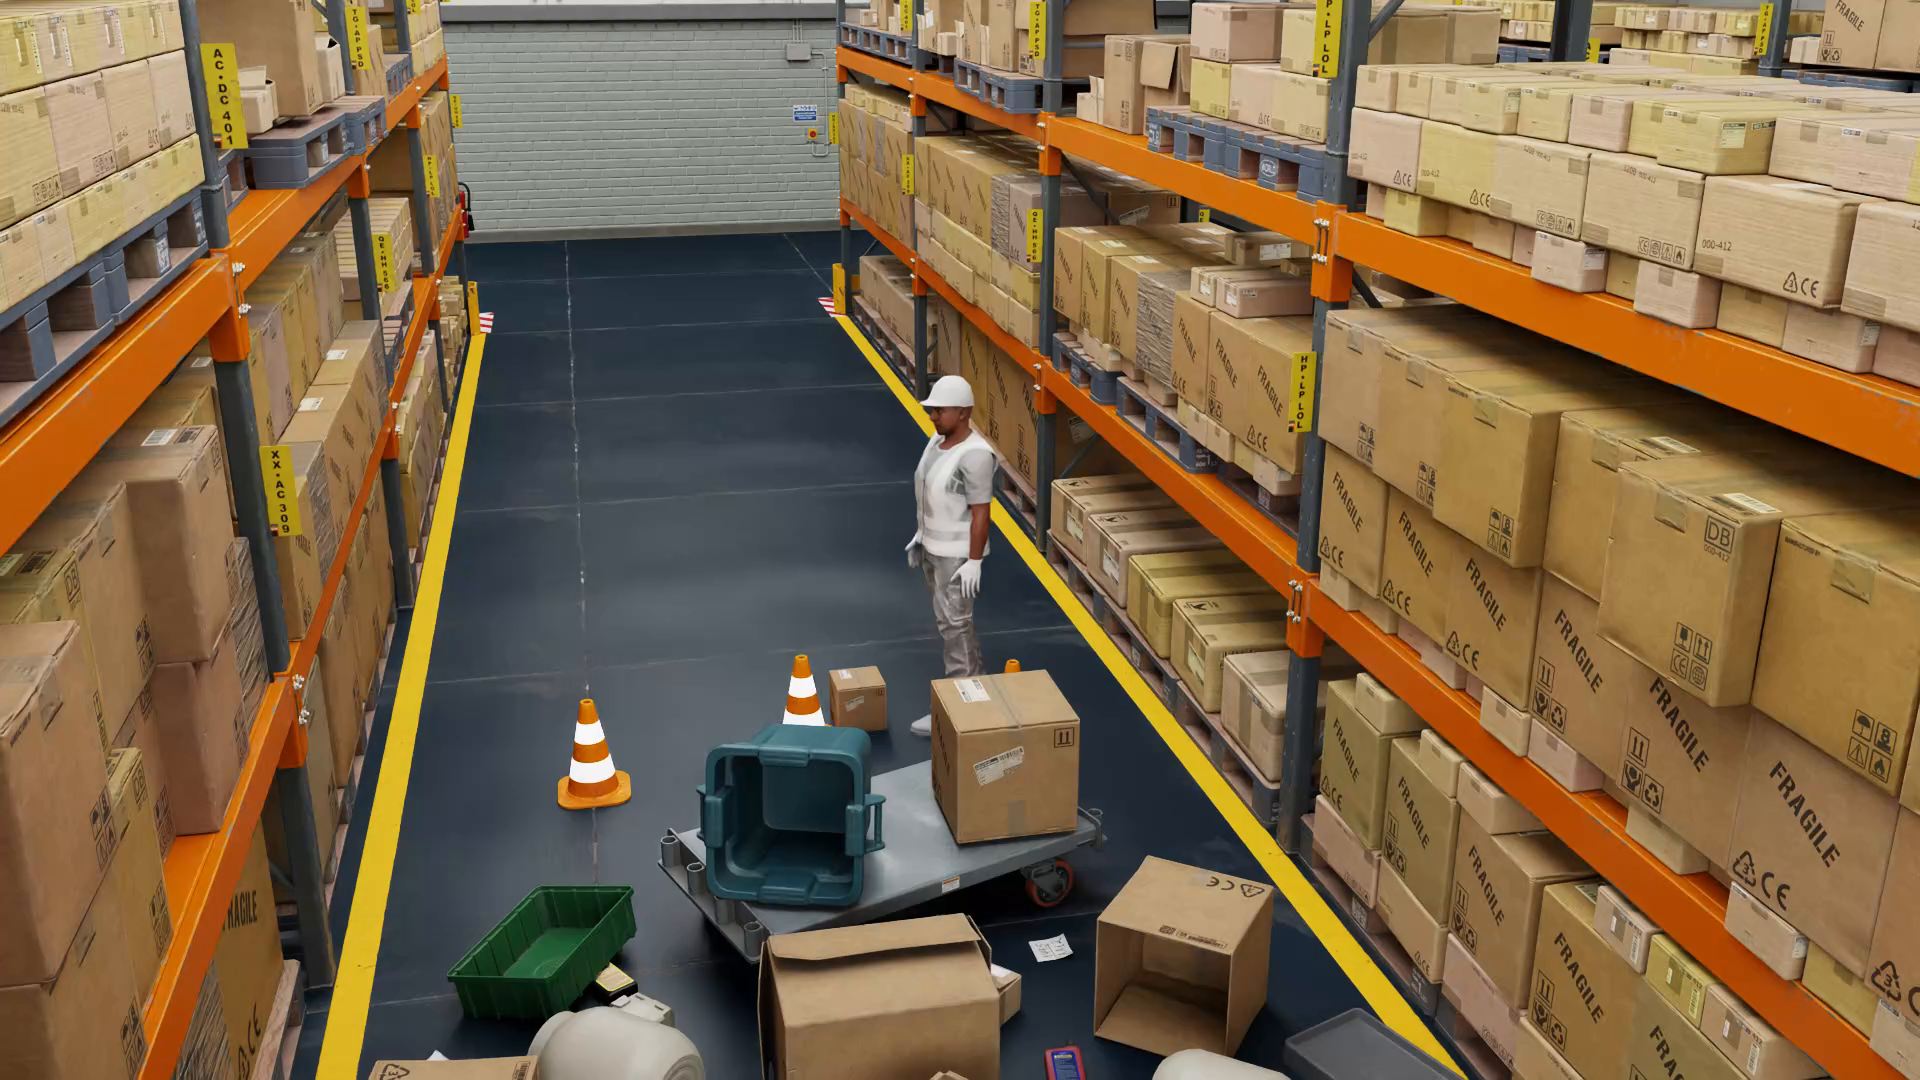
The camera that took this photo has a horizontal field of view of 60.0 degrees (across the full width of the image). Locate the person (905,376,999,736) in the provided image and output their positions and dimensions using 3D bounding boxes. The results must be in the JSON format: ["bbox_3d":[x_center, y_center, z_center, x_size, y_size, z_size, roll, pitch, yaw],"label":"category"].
[{"bbox_3d":[-0.064,0.064,8.338,0.506,1.800,0.570,-8,21,-21],"label":"person"}]
